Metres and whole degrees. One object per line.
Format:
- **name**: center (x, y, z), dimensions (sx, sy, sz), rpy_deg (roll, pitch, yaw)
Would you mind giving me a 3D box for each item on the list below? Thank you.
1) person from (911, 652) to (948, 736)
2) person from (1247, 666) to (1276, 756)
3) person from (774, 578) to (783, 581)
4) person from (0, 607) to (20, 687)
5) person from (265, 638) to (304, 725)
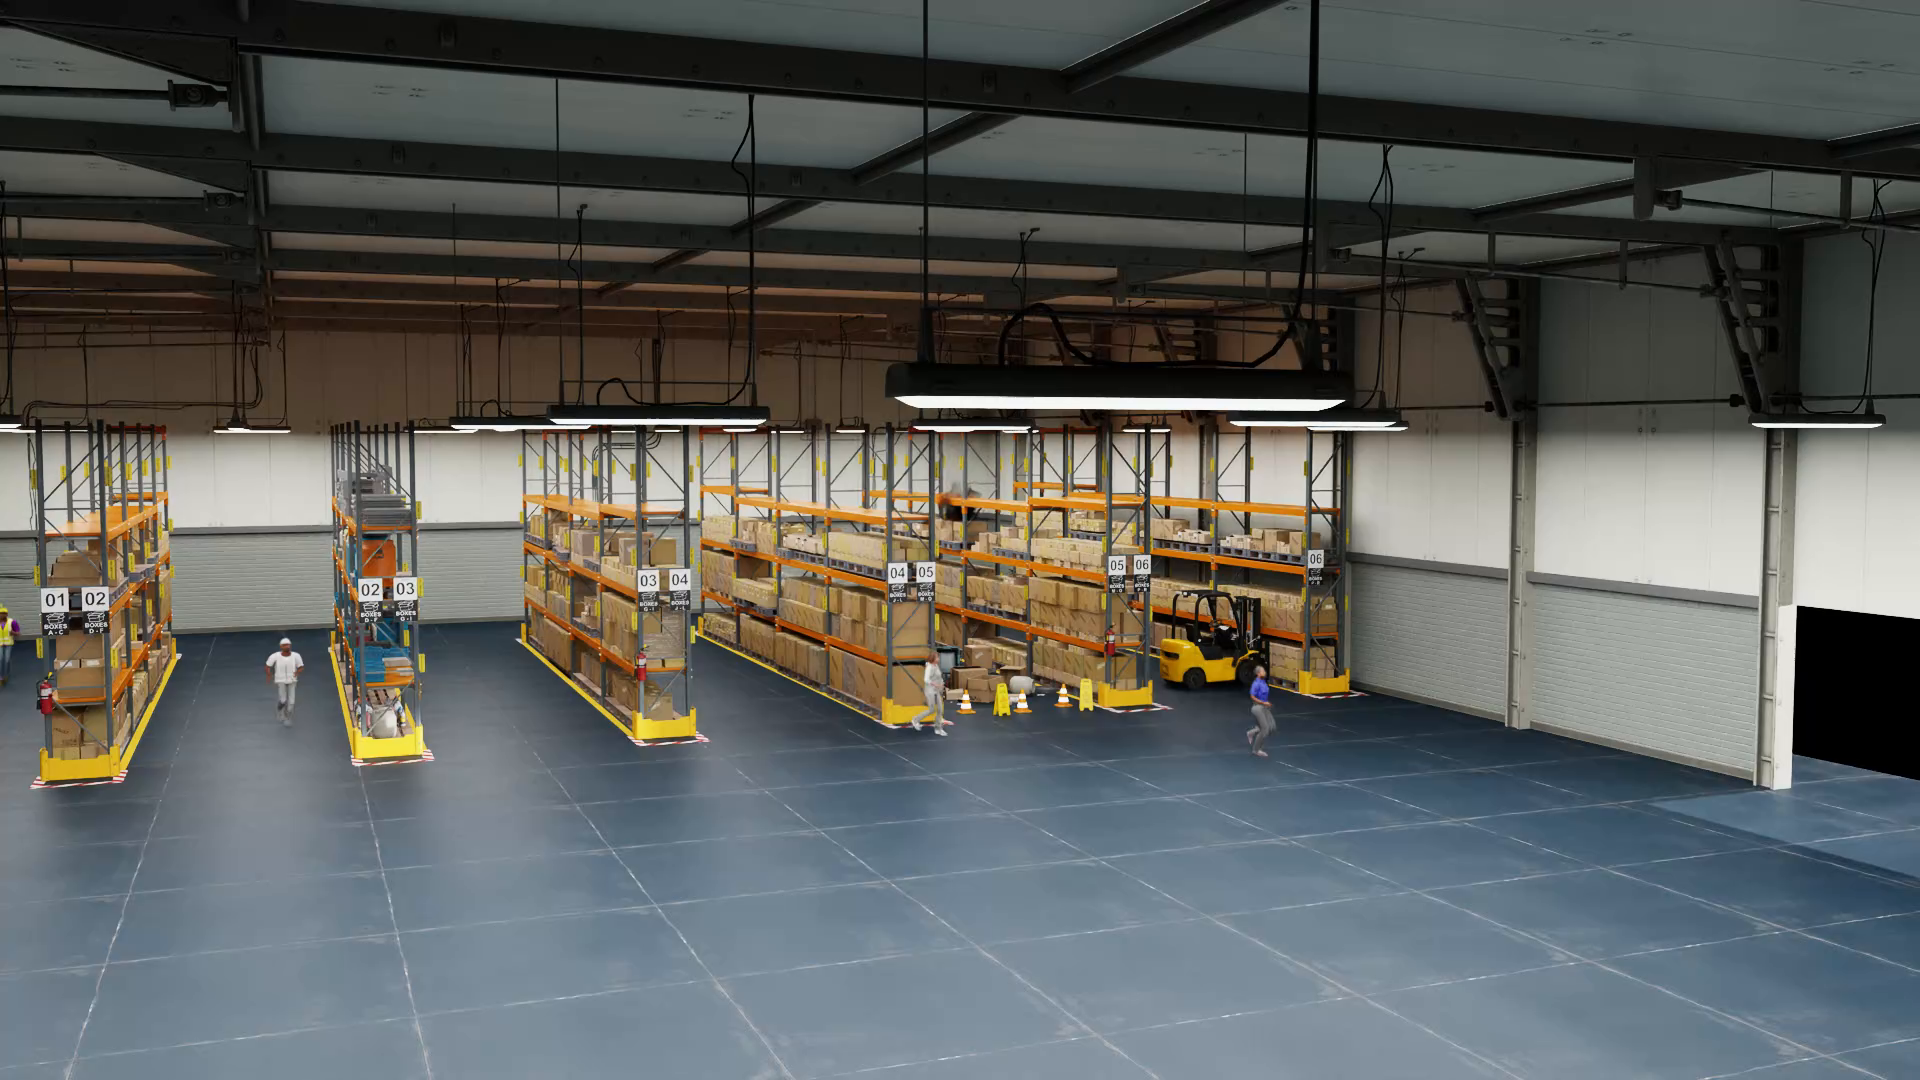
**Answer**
- **person**: center (-0.567, 2.943, 31.884), dimensions (0.736, 1.605, 0.567), rpy_deg (1, 4, 22)
- **person**: center (5.393, 3.065, 29.818), dimensions (0.515, 1.608, 0.629), rpy_deg (2, 4, 27)
- **person**: center (-5.414, 1.781, 48.899), dimensions (0.861, 1.822, 0.743), rpy_deg (3, 5, 39)
- **person**: center (-22.009, 2.455, 38.276), dimensions (0.674, 1.832, 0.785), rpy_deg (-2, 4, -34)
- **person**: center (-13.298, 2.805, 32.808), dimensions (0.691, 1.724, 0.590), rpy_deg (-2, 4, -30)
